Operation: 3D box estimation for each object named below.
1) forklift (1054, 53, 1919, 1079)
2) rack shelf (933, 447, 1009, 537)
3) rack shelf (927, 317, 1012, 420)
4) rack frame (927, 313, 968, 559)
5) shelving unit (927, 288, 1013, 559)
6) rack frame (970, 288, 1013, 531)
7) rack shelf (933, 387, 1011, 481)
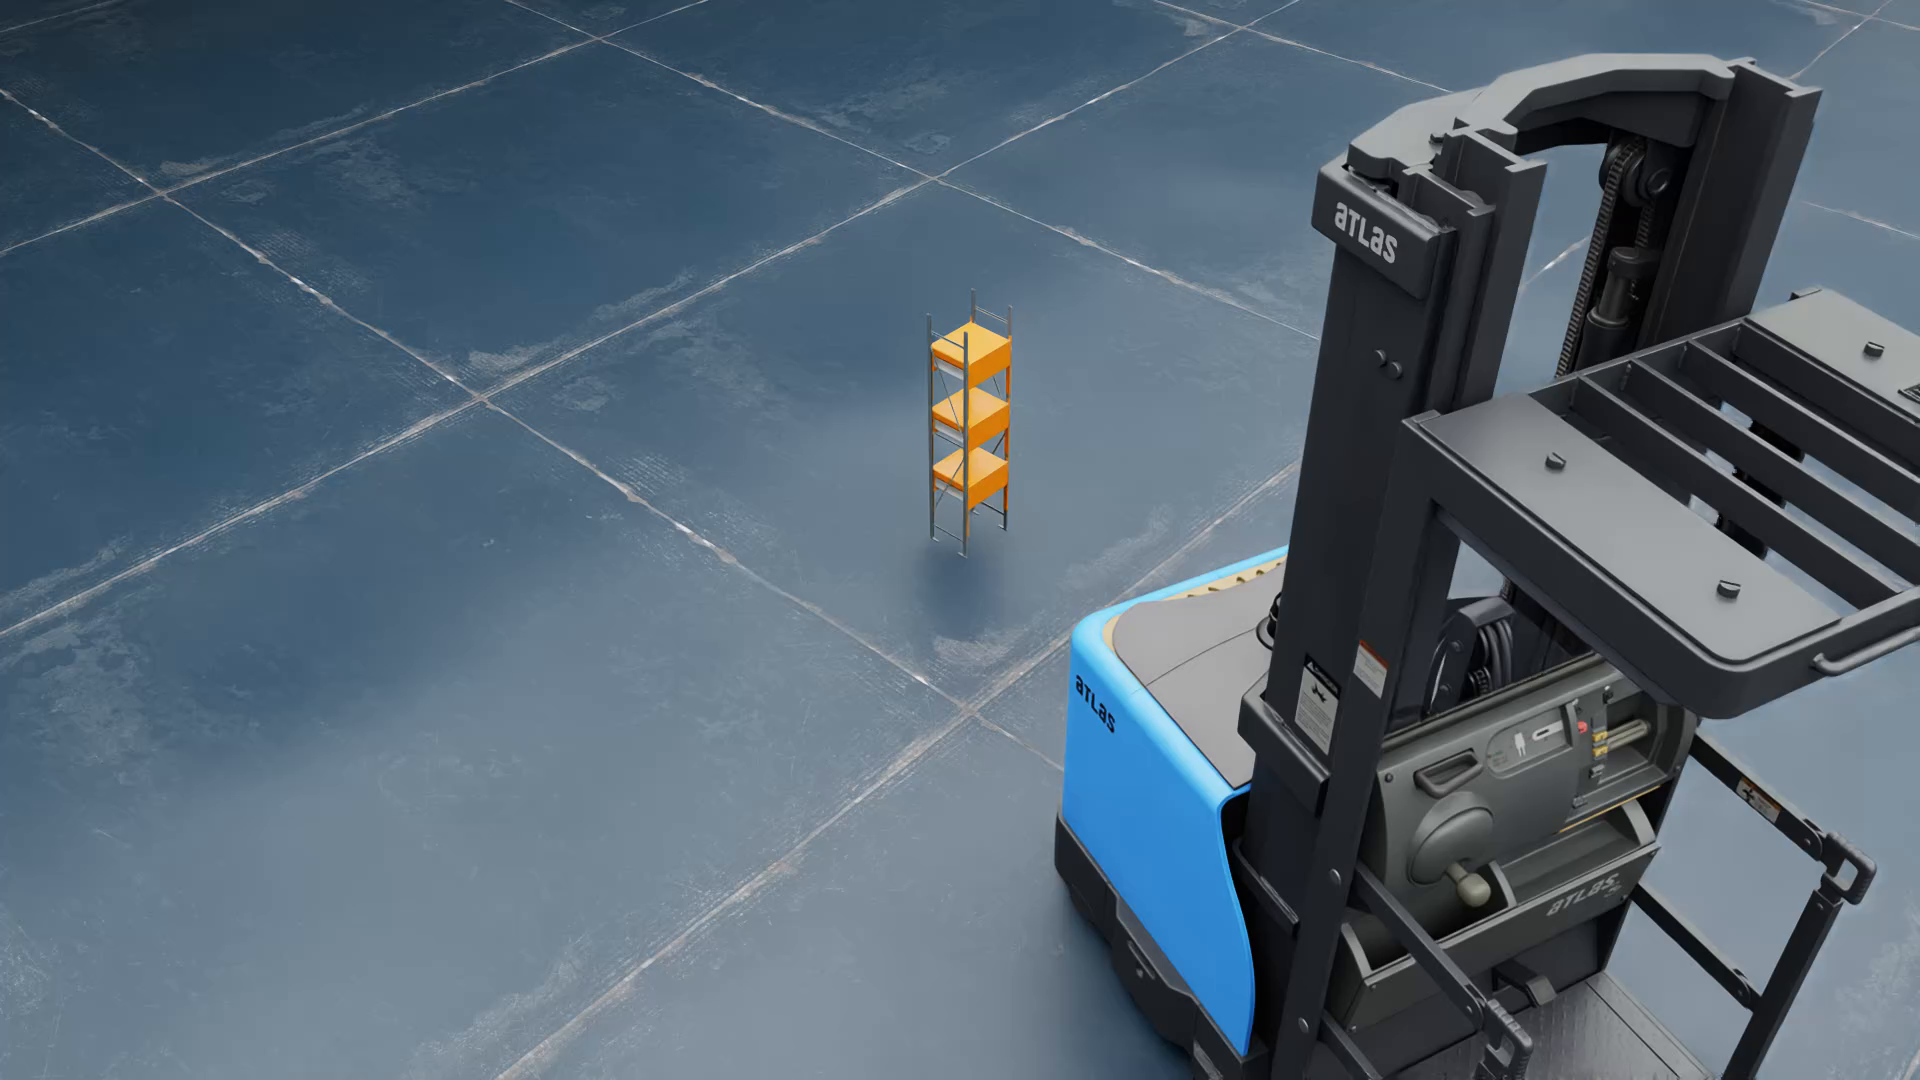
[{"bbox_3d":[1.425,0.599,3.641,1.130,2.935,3.031,-18,42,-21],"label":"forklift"},{"bbox_3d":[0.036,-0.210,6.634,0.215,0.259,0.240,30,47,32],"label":"rack shelf"},{"bbox_3d":[0.036,-0.649,6.284,0.215,0.259,0.240,30,47,32],"label":"rack shelf"},{"bbox_3d":[-0.046,-0.379,6.384,0.200,1.050,0.008,30,47,32],"label":"rack frame"},{"bbox_3d":[0.036,-0.436,6.454,0.215,1.050,0.252,30,47,32],"label":"shelving unit"},{"bbox_3d":[0.118,-0.492,6.525,0.200,1.050,0.008,30,47,32],"label":"rack frame"},{"bbox_3d":[0.036,-0.427,6.461,0.215,0.259,0.240,30,47,32],"label":"rack shelf"}]
